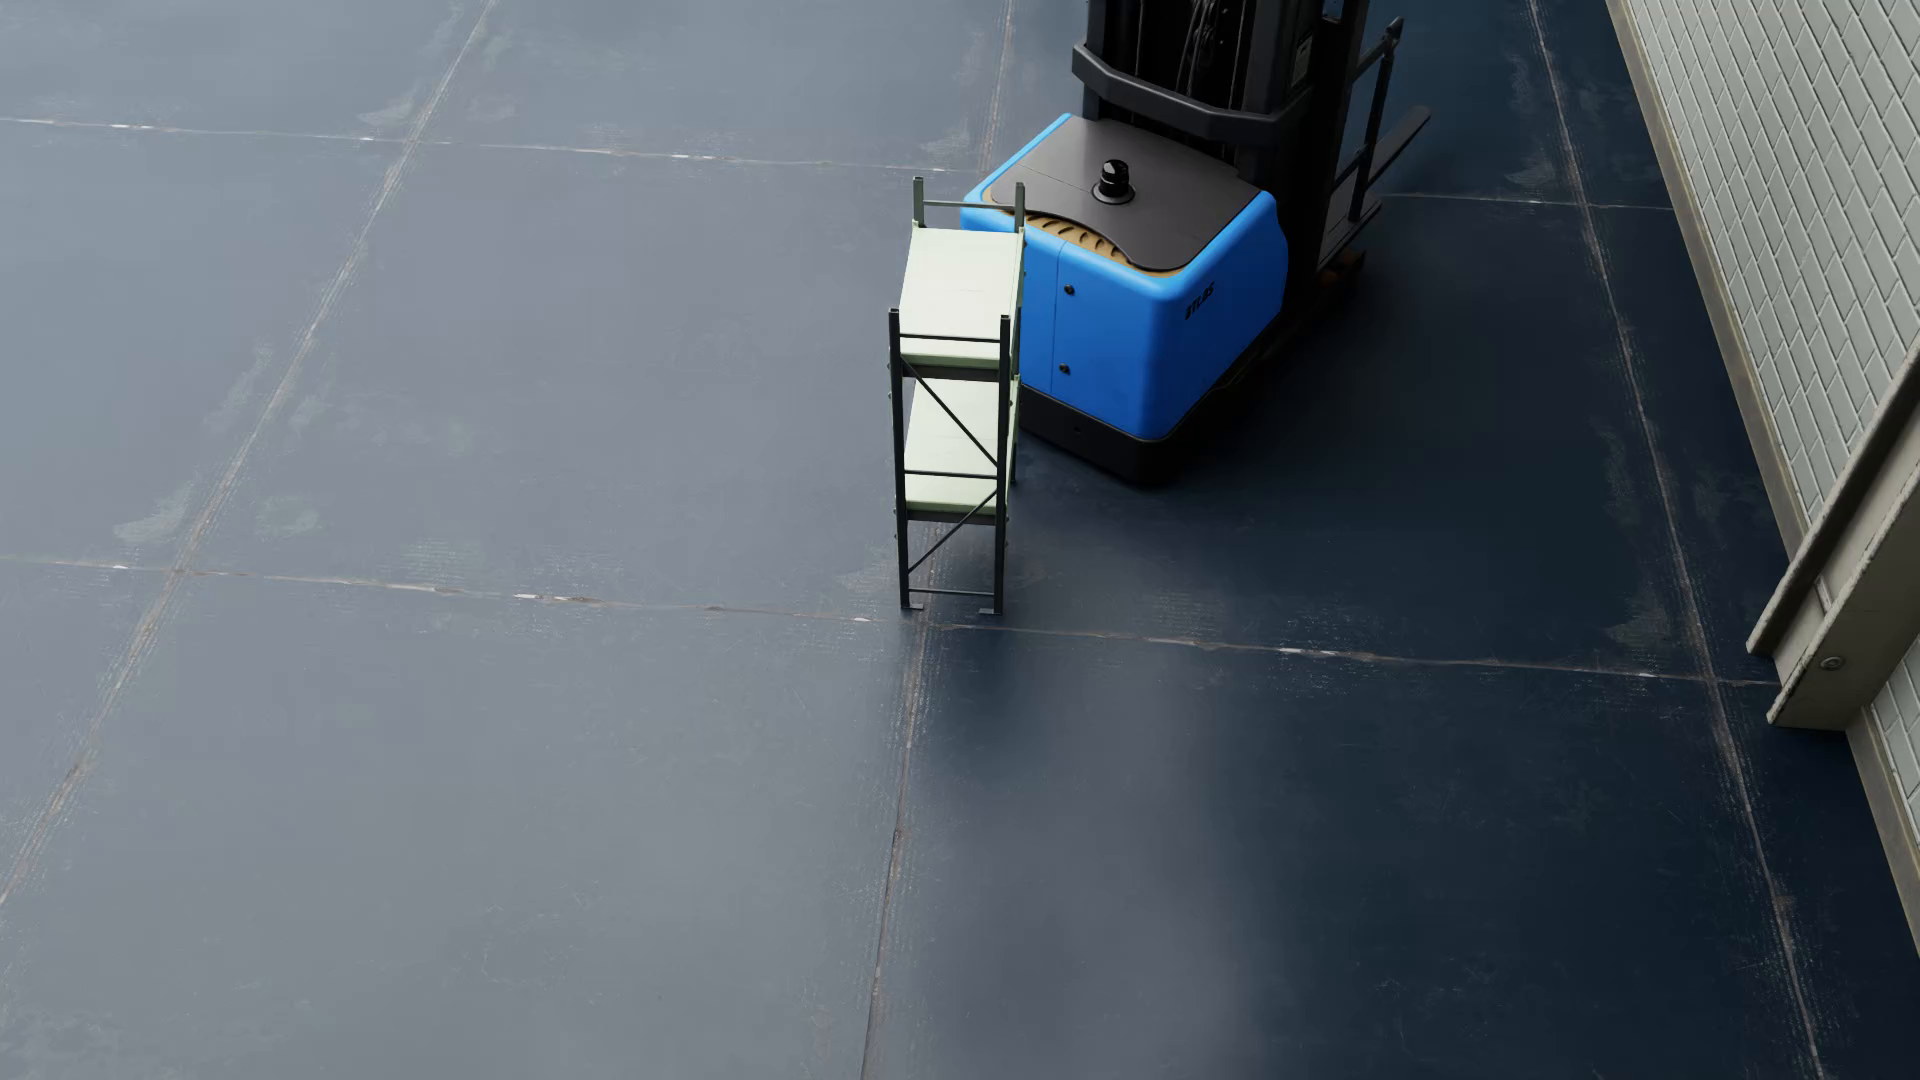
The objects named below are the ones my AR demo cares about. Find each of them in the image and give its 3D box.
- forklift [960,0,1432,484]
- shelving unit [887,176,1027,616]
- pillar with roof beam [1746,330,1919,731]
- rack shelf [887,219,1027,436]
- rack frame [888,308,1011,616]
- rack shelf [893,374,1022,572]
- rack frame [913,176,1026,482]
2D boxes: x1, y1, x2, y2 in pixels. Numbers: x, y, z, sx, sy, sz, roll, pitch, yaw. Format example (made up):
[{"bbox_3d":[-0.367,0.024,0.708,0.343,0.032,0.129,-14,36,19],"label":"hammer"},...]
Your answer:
[{"bbox_3d":[1.254,-2.276,6.871,1.130,2.935,3.031,28,53,23],"label":"forklift"},{"bbox_3d":[-0.001,-0.501,6.218,0.431,1.500,0.755,4,48,4],"label":"shelving unit"},{"bbox_3d":[-1.121,-2.777,3.217,9.100,9.000,0.400,4,48,4],"label":"pillar with roof beam"},{"bbox_3d":[-0.001,-0.765,5.930,0.431,0.370,0.720,4,48,4],"label":"rack shelf"},{"bbox_3d":[-0.034,-0.232,5.972,0.400,1.500,0.023,4,48,4],"label":"rack frame"},{"bbox_3d":[-0.001,-0.281,6.459,0.431,0.370,0.720,4,48,4],"label":"rack shelf"},{"bbox_3d":[0.033,-0.770,6.464,0.400,1.500,0.023,4,48,4],"label":"rack frame"}]
